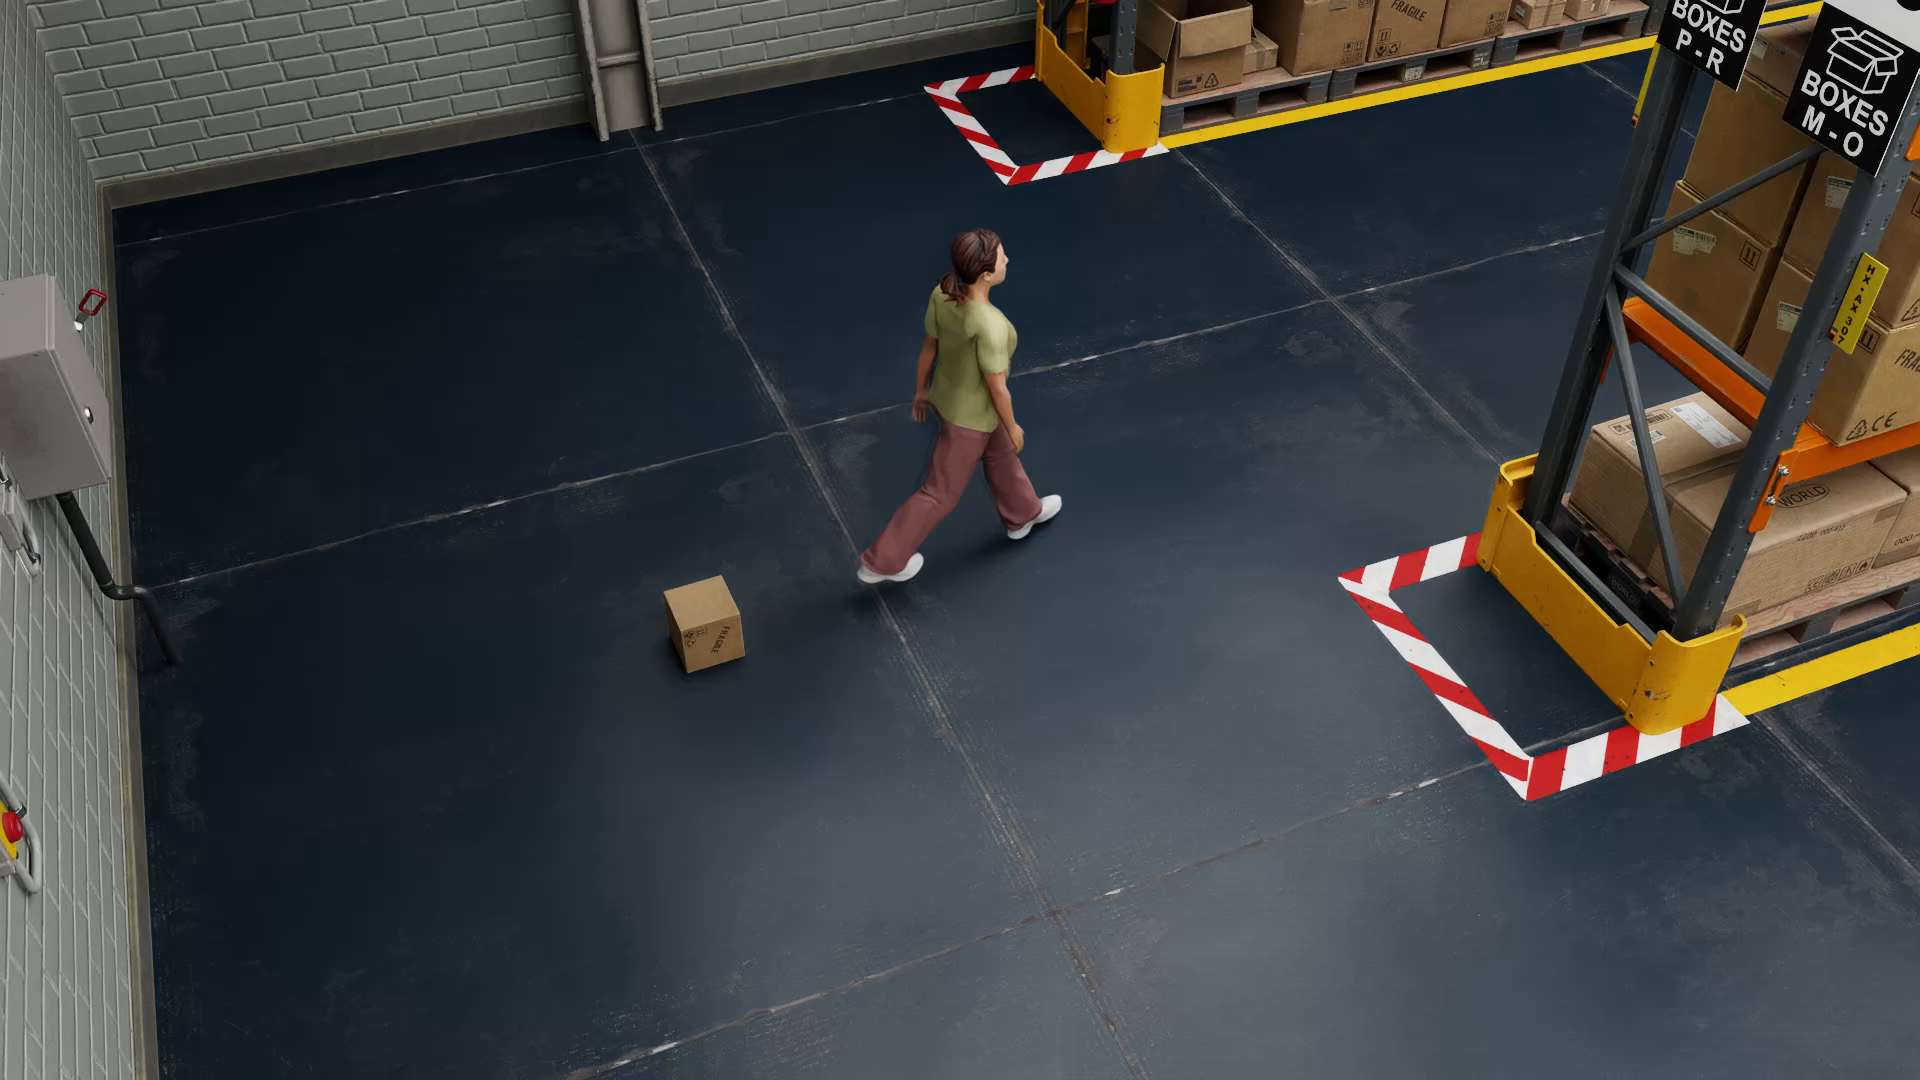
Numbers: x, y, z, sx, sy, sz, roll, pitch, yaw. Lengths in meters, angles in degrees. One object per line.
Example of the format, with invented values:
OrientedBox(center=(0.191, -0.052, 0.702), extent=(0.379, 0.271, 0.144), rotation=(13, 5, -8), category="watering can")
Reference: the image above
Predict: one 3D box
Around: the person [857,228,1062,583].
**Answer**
OrientedBox(center=(0.030, -0.520, 6.756), extent=(1.047, 1.619, 0.463), rotation=(-18, 45, -19), category="person")
